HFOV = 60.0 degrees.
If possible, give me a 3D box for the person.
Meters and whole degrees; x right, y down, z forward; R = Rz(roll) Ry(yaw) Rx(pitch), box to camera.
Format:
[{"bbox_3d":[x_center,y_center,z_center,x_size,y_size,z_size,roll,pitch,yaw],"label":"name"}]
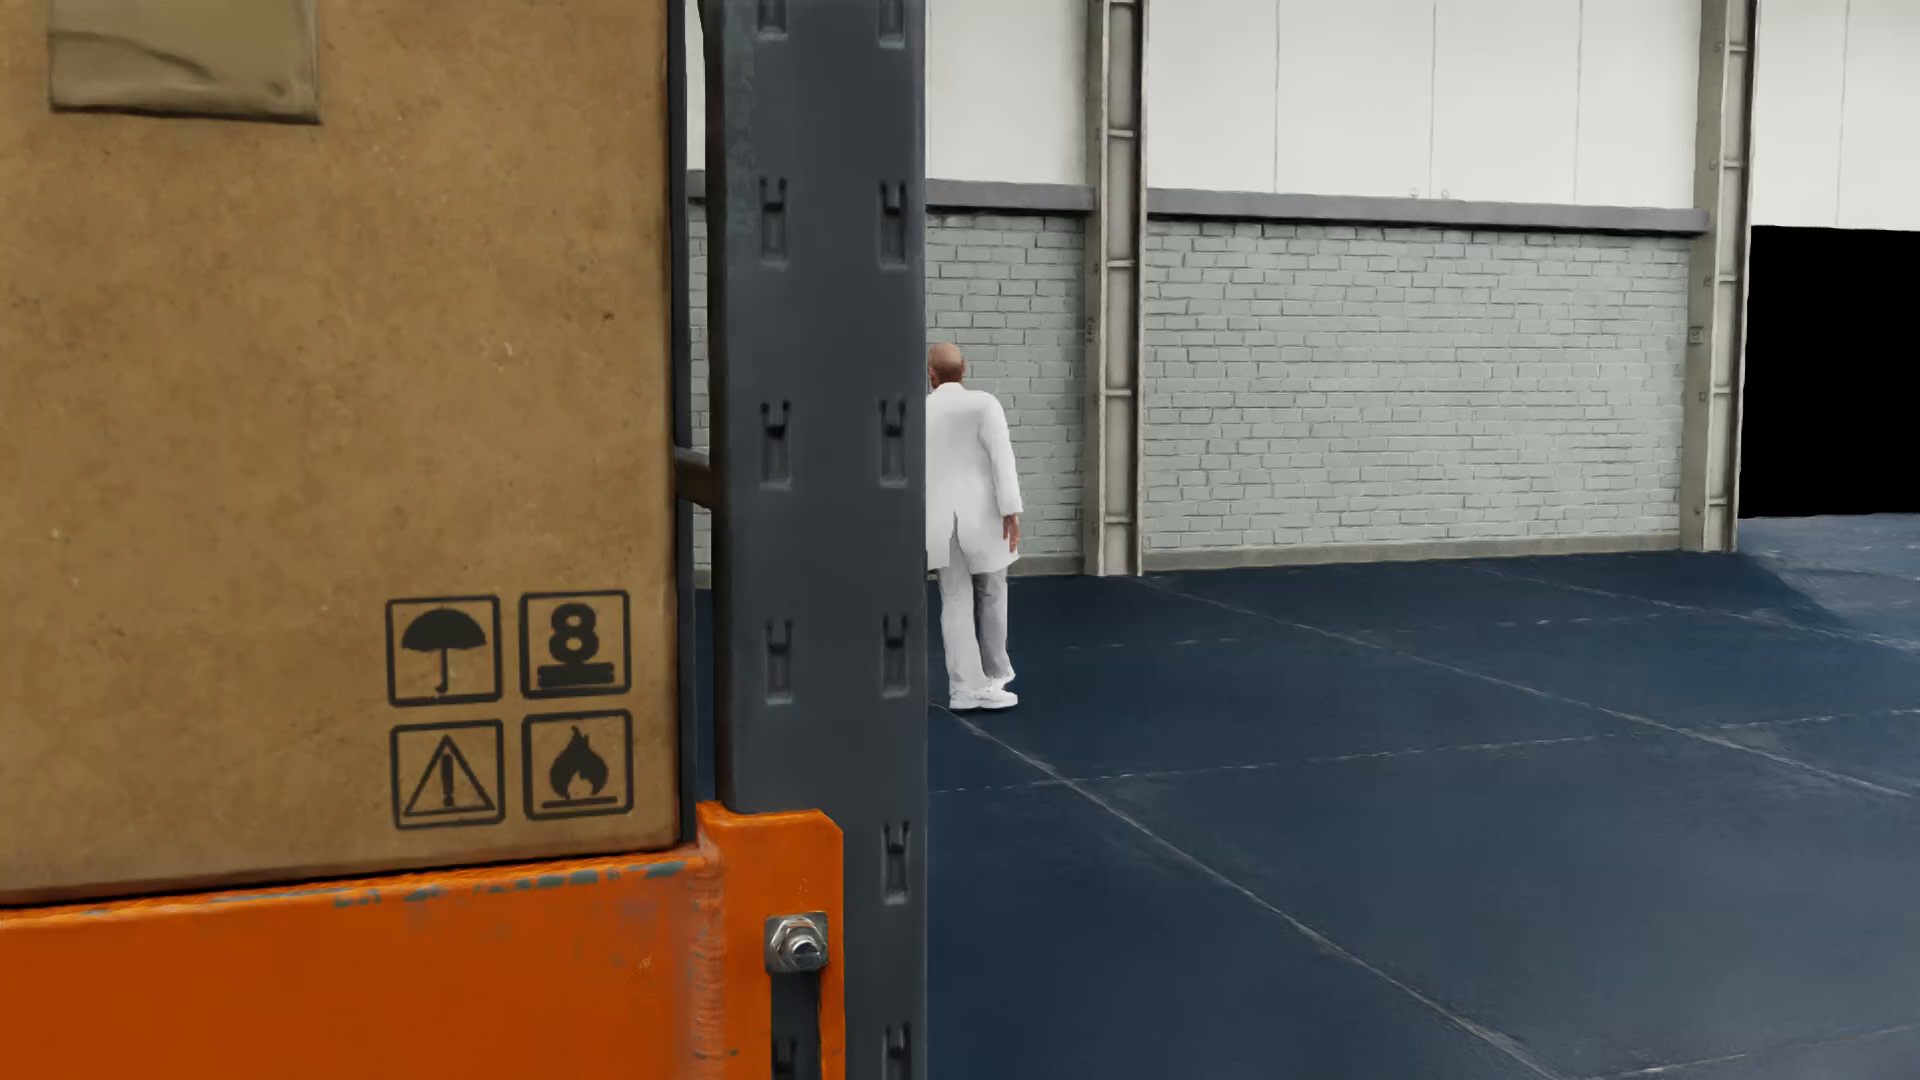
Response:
[{"bbox_3d":[0.032,-0.090,8.174,0.653,1.757,0.841,1,6,13],"label":"person"}]
